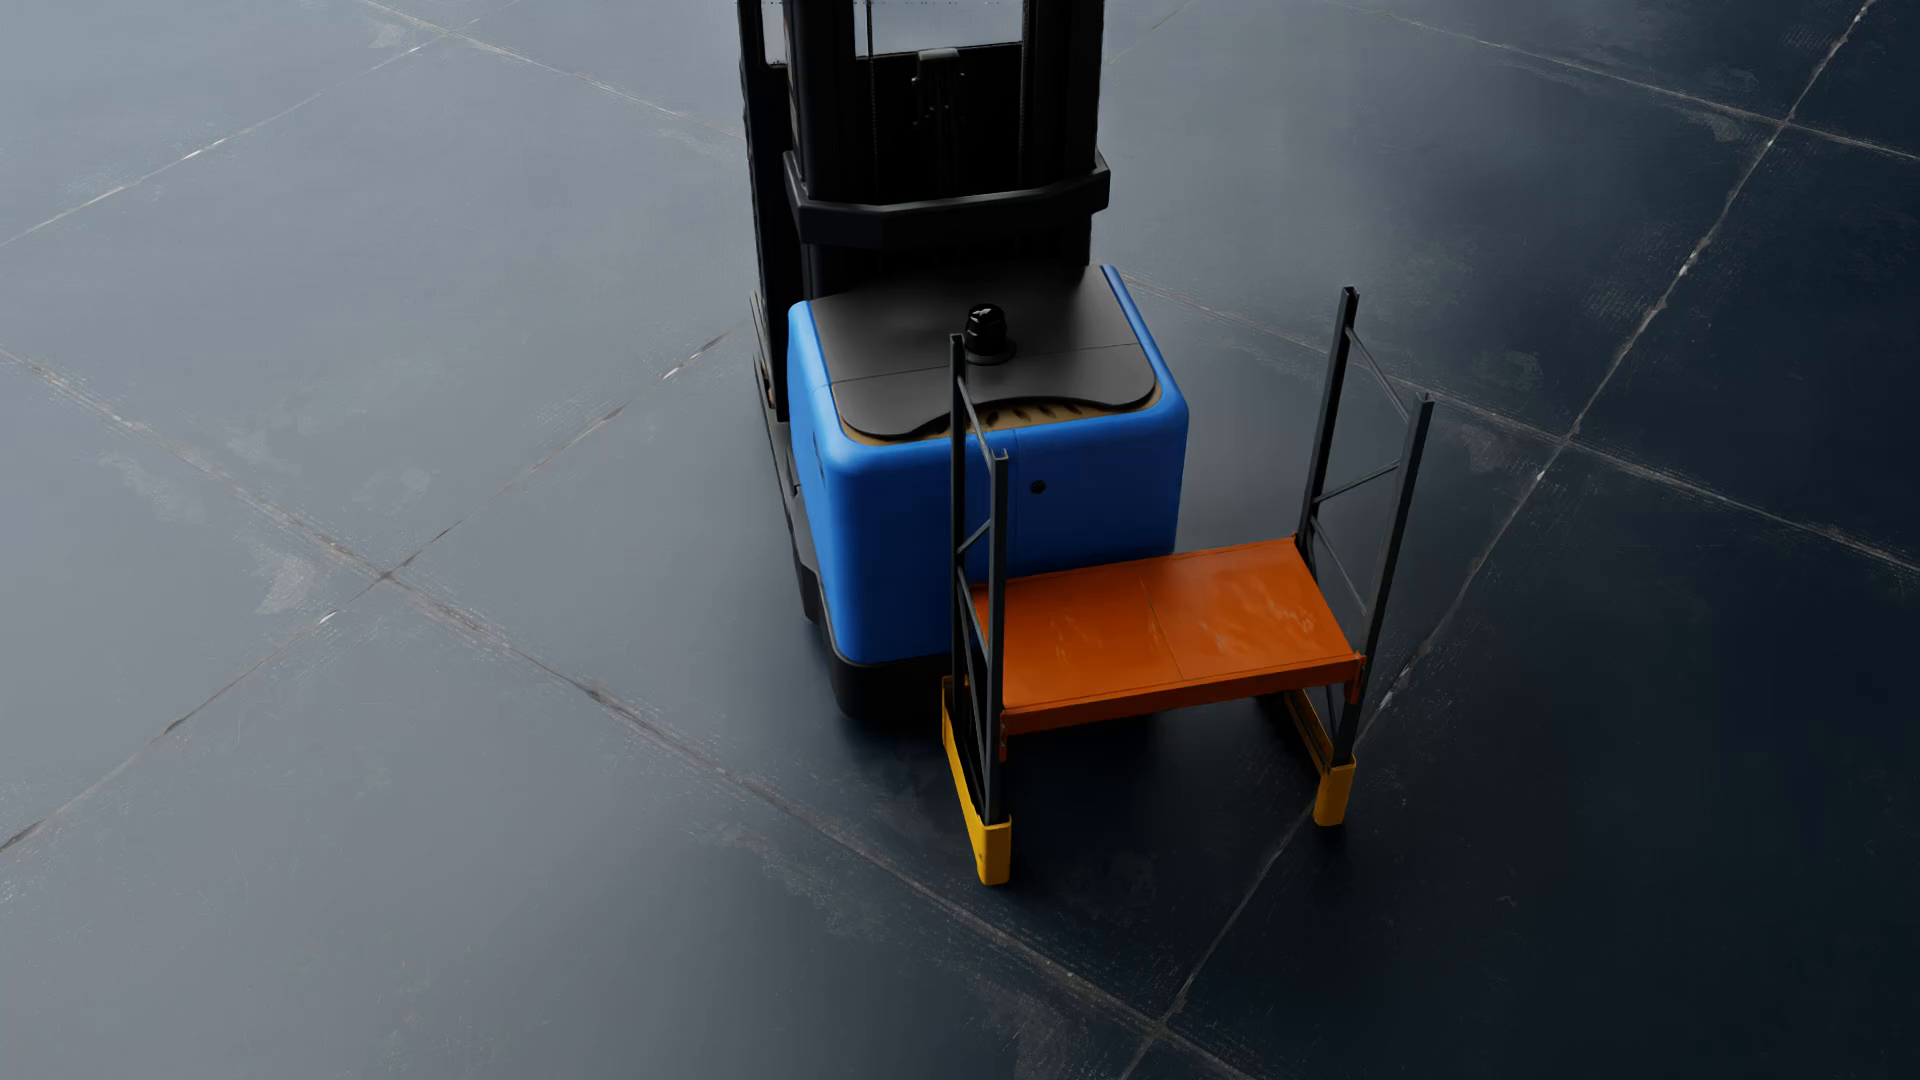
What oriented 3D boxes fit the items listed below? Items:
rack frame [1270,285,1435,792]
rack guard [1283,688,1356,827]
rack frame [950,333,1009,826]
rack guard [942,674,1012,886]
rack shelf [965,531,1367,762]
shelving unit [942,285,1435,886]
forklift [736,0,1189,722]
[{"bbox_3d":[1.036,0.076,4.541,0.032,1.500,0.500,-8,42,-9],"label":"rack frame"},{"bbox_3d":[1.017,0.544,4.954,0.087,0.250,0.587,-8,42,-9],"label":"rack guard"},{"bbox_3d":[0.042,0.217,4.383,0.032,1.500,0.500,-8,42,-9],"label":"rack frame"},{"bbox_3d":[0.043,0.683,4.800,0.087,0.250,0.587,-8,42,-9],"label":"rack guard"},{"bbox_3d":[0.539,0.280,4.582,1.000,0.185,0.538,-8,42,-9],"label":"rack shelf"},{"bbox_3d":[0.530,0.148,4.460,1.083,1.500,0.587,-8,42,-9],"label":"shelving unit"},{"bbox_3d":[-0.165,-1.535,5.268,1.130,2.935,3.031,-8,42,-9],"label":"forklift"}]
